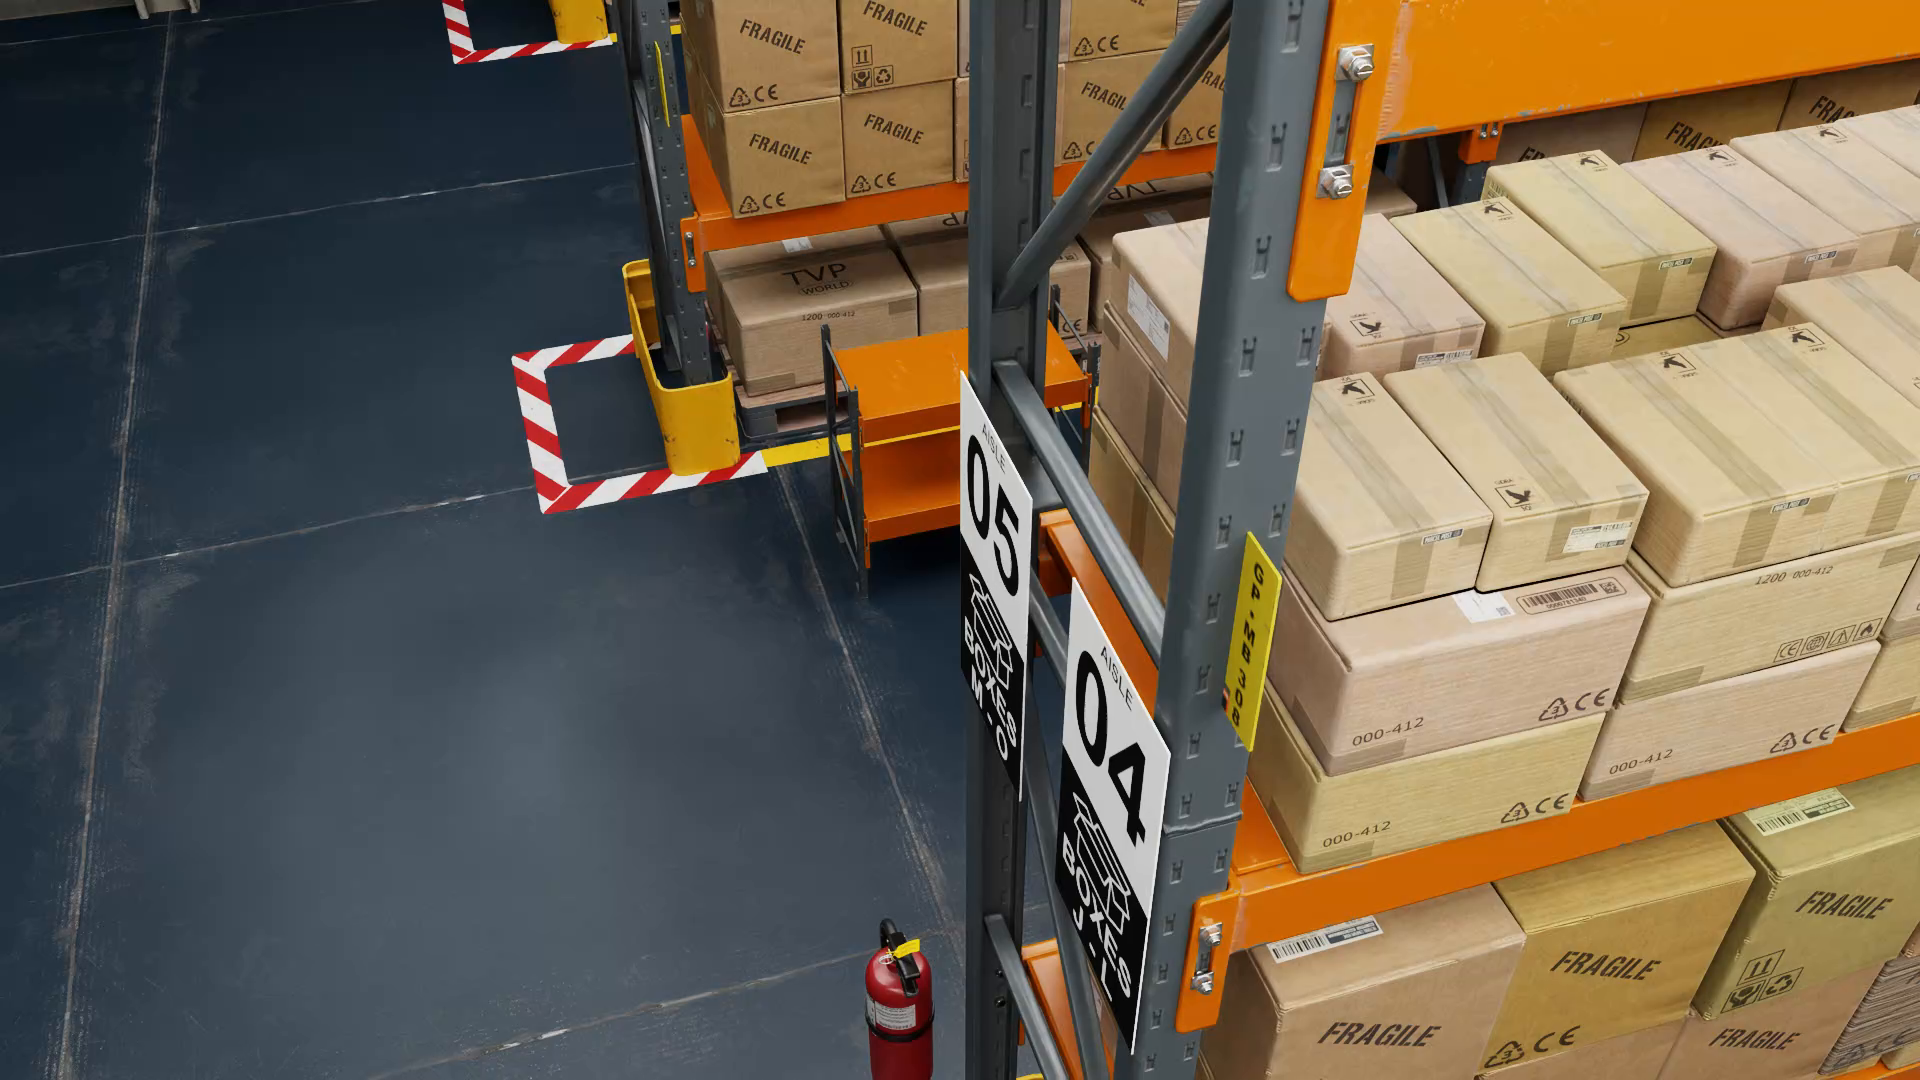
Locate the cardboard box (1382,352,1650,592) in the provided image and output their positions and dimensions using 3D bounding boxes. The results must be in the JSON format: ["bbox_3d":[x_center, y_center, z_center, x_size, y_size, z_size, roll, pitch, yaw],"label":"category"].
[{"bbox_3d":[0.848,-0.115,2.602,0.250,0.149,0.380,-10,42,-11],"label":"cardboard box"}]

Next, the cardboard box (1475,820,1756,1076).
[{"bbox_3d":[1.209,0.705,3.451,0.500,0.500,0.500,-11,42,-12],"label":"cardboard box"}]

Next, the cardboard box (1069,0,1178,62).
[{"bbox_3d":[0.637,-2.472,7.313,0.500,0.500,0.500,-12,42,-13],"label":"cardboard box"}]

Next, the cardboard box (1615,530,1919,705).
[{"bbox_3d":[1.216,-0.032,2.810,0.500,0.250,0.500,-12,43,-14],"label":"cardboard box"}]

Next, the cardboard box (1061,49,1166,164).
[{"bbox_3d":[0.620,-2.098,7.645,0.500,0.500,0.500,-10,42,-12],"label":"cardboard box"}]

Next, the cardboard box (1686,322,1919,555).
[{"bbox_3d":[1.360,-0.170,2.665,0.250,0.149,0.380,-11,42,-12],"label":"cardboard box"}]

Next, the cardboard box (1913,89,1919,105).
[{"bbox_3d":[5.585,-2.684,9.687,0.875,0.875,0.875,-12,43,-13],"label":"cardboard box"}]

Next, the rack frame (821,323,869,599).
[{"bbox_3d":[-0.491,-0.322,7.113,0.032,1.125,0.500,-12,42,-13],"label":"rack frame"}]

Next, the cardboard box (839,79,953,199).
[{"bbox_3d":[-0.343,-1.899,7.417,0.500,0.500,0.500,-12,43,-14],"label":"cardboard box"}]

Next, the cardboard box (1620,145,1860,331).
[{"bbox_3d":[1.439,-0.575,3.129,0.250,0.149,0.380,-13,43,-14],"label":"cardboard box"}]

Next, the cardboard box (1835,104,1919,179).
[{"bbox_3d":[1.925,-0.695,3.266,0.250,0.149,0.380,-13,43,-14],"label":"cardboard box"}]

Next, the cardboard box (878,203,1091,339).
[{"bbox_3d":[0.108,-1.402,8.552,0.875,0.438,0.875,-11,42,-12],"label":"cardboard box"}]

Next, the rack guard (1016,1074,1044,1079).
[{"bbox_3d":[0.294,2.184,4.720,0.348,0.500,1.175,-12,42,-13],"label":"rack guard"}]

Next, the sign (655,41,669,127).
[{"bbox_3d":[-1.201,-1.836,6.703,0.005,0.325,0.100,-12,42,-13],"label":"sign"}]

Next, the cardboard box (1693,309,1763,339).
[{"bbox_3d":[1.561,-0.456,3.296,0.500,0.250,0.500,-11,42,-12],"label":"cardboard box"}]

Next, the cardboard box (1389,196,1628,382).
[{"bbox_3d":[0.960,-0.443,2.978,0.250,0.149,0.380,-13,43,-14],"label":"cardboard box"}]

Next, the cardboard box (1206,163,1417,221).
[{"bbox_3d":[1.823,-1.756,8.958,0.875,0.438,0.875,-12,43,-14],"label":"cardboard box"}]

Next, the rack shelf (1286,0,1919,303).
[{"bbox_3d":[2.129,-1.125,2.597,4.000,0.370,1.077,-12,42,-13],"label":"rack shelf"}]

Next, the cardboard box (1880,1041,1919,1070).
[{"bbox_3d":[2.365,1.119,4.230,0.250,0.149,0.380,-11,42,-12],"label":"cardboard box"}]

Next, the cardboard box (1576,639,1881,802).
[{"bbox_3d":[1.230,0.154,2.977,0.500,0.250,0.500,-10,42,-12],"label":"cardboard box"}]

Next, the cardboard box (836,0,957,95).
[{"bbox_3d":[-0.327,-2.266,7.077,0.500,0.500,0.500,-13,43,-14],"label":"cardboard box"}]

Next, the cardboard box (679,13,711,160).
[{"bbox_3d":[-0.981,-2.128,7.680,0.500,0.500,0.500,-11,42,-13],"label":"cardboard box"}]

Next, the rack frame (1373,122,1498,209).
[{"bbox_3d":[2.454,-2.620,8.318,0.127,3.000,1.000,-12,42,-13],"label":"rack frame"}]

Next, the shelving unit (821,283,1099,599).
[{"bbox_3d":[-0.006,-0.422,7.228,1.048,1.125,0.538,-12,42,-13],"label":"shelving unit"}]

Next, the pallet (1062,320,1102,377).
[{"bbox_3d":[0.539,-1.225,8.841,1.213,0.211,1.003,-12,42,-13],"label":"pallet"}]

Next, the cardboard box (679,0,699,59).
[{"bbox_3d":[-0.973,-2.488,7.332,0.500,0.500,0.500,-10,42,-12],"label":"cardboard box"}]

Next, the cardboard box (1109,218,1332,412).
[{"bbox_3d":[0.451,-0.404,2.934,0.250,0.149,0.380,-12,43,-13],"label":"cardboard box"}]

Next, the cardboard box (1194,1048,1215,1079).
[{"bbox_3d":[0.733,1.192,3.653,0.500,0.500,0.500,-10,42,-11],"label":"cardboard box"}]

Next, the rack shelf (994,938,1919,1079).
[{"bbox_3d":[2.129,1.133,4.570,4.000,0.370,1.077,-12,42,-13],"label":"rack shelf"}]

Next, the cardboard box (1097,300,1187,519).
[{"bbox_3d":[0.585,-0.255,3.066,0.500,0.250,0.500,-13,43,-14],"label":"cardboard box"}]

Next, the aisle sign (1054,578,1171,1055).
[{"bbox_3d":[0.242,0.481,2.793,0.004,0.787,0.394,-12,42,-13],"label":"aisle sign"}]

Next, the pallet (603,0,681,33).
[{"bbox_3d":[-2.023,-4.066,12.094,1.213,0.211,1.003,-12,42,-13],"label":"pallet"}]

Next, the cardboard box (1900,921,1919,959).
[{"bbox_3d":[2.197,0.513,3.670,0.500,0.500,0.500,-13,43,-14],"label":"cardboard box"}]

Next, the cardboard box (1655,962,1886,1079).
[{"bbox_3d":[1.707,0.982,3.894,0.500,0.500,0.500,-11,42,-12],"label":"cardboard box"}]

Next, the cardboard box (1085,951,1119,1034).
[{"bbox_3d":[0.573,0.857,4.036,0.500,0.500,0.500,-11,42,-12],"label":"cardboard box"}]

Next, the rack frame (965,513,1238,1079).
[{"bbox_3d":[0.222,1.257,3.881,0.127,3.000,1.000,-12,42,-13],"label":"rack frame"}]

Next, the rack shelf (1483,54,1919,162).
[{"bbox_3d":[4.361,-2.744,9.007,4.000,0.370,1.077,-12,42,-13],"label":"rack shelf"}]

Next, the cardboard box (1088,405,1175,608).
[{"bbox_3d":[0.576,-0.072,3.236,0.500,0.250,0.500,-13,43,-14],"label":"cardboard box"}]

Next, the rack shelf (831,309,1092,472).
[{"bbox_3d":[-0.006,-0.643,7.035,1.000,0.278,0.538,-12,42,-13],"label":"rack shelf"}]

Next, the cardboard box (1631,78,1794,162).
[{"bbox_3d":[3.880,-2.334,9.287,0.875,0.875,0.875,-11,42,-12],"label":"cardboard box"}]
